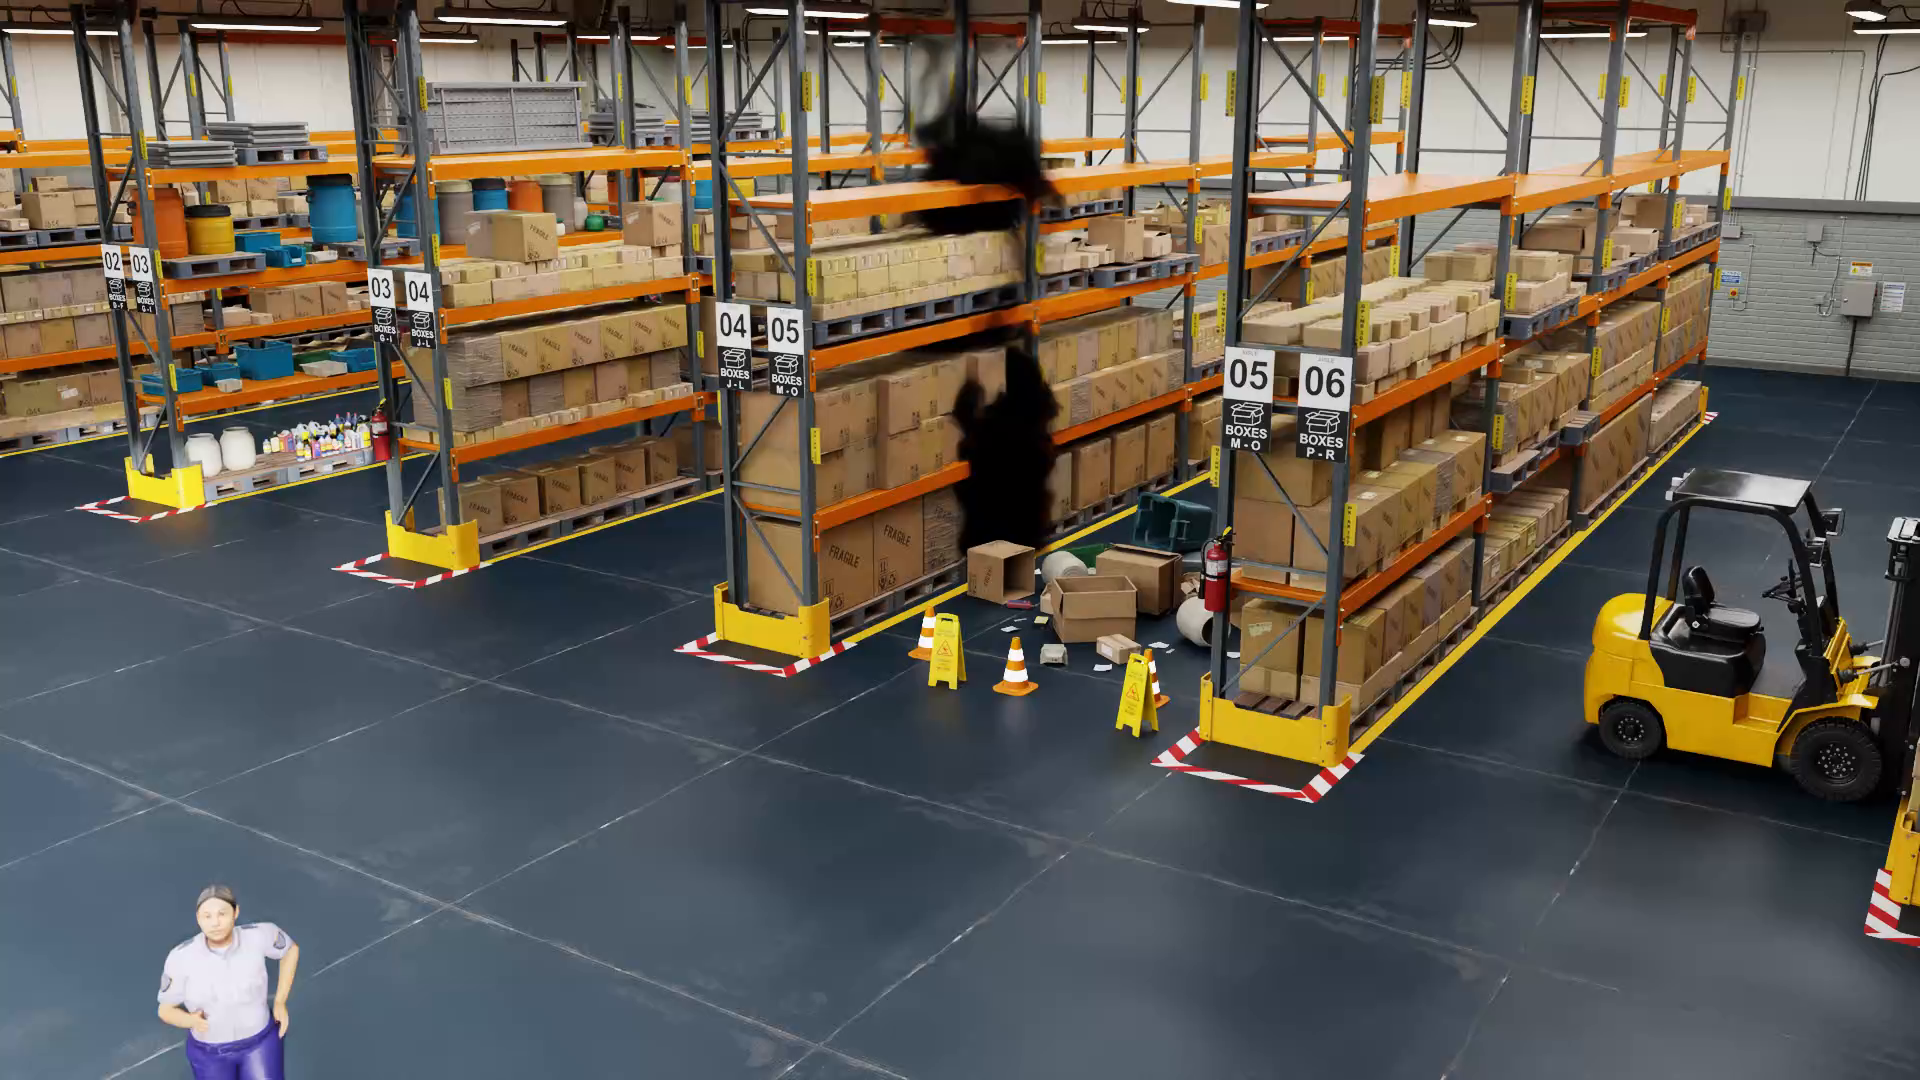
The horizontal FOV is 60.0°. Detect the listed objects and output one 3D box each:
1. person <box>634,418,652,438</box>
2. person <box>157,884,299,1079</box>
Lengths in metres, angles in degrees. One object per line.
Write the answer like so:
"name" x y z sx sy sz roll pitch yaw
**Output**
"person" -4.555 -2.096 23.852 0.536 1.558 0.676 5 16 17
"person" -3.323 2.375 7.642 0.585 1.704 0.708 -5 16 -17
